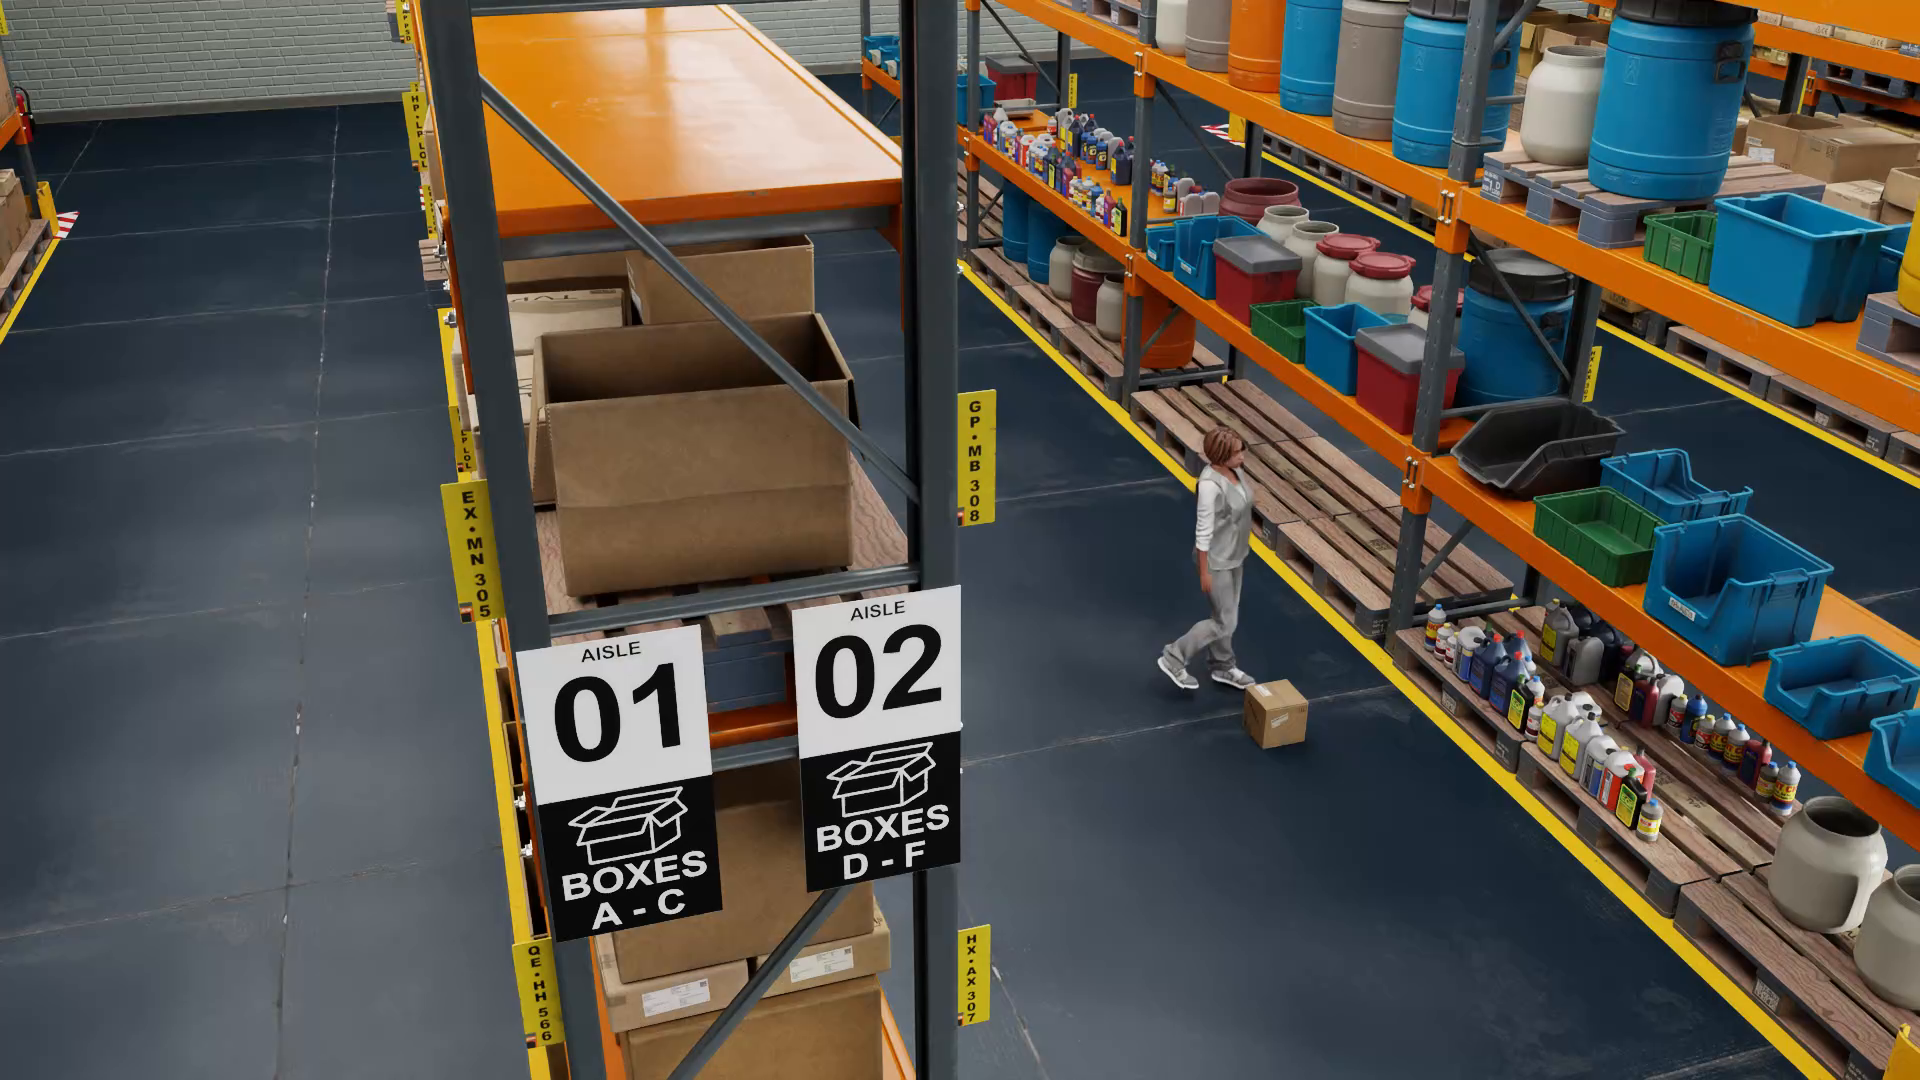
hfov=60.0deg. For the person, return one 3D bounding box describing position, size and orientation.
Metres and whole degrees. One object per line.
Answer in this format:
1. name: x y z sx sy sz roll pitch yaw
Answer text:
1. person: 1.418 0.106 9.110 0.519 1.593 0.430 13 29 24
